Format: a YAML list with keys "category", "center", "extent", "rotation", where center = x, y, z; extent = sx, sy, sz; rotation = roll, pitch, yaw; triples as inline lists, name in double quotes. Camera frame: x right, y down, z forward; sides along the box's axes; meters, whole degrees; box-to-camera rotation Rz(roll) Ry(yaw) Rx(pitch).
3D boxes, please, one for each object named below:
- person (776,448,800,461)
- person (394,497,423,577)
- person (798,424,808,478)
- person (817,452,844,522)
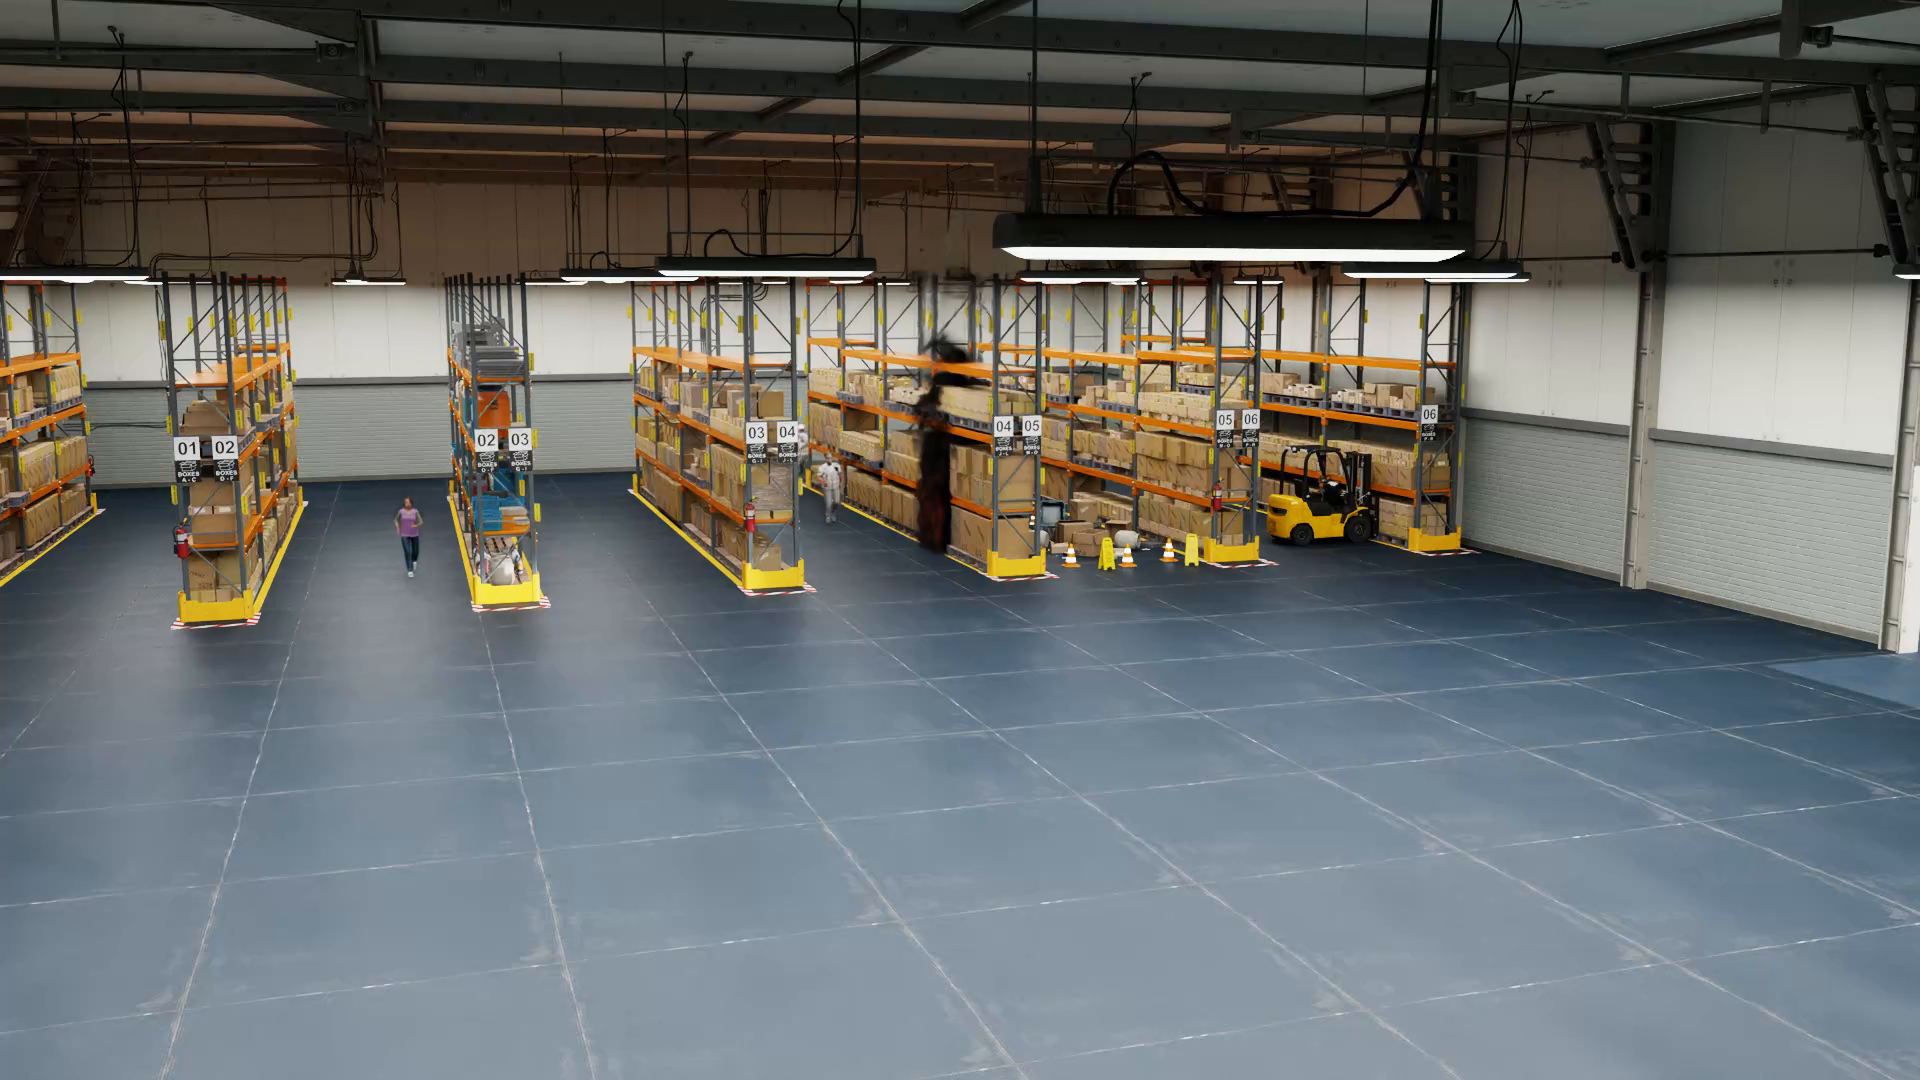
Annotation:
- category: "person"
  center: [-4.680, -1.946, 45.019]
  extent: [0.717, 1.759, 0.878]
  rotation: [-2, 9, -15]
- category: "person"
  center: [-11.042, -0.077, 33.339]
  extent: [0.547, 1.569, 0.813]
  rotation: [-3, 9, -20]
- category: "person"
  center: [-4.802, -2.603, 49.565]
  extent: [0.753, 1.726, 0.953]
  rotation: [-3, 9, -19]
- category: "person"
  center: [-3.156, -1.291, 40.827]
  extent: [0.675, 1.743, 0.594]
  rotation: [-2, 9, -14]
